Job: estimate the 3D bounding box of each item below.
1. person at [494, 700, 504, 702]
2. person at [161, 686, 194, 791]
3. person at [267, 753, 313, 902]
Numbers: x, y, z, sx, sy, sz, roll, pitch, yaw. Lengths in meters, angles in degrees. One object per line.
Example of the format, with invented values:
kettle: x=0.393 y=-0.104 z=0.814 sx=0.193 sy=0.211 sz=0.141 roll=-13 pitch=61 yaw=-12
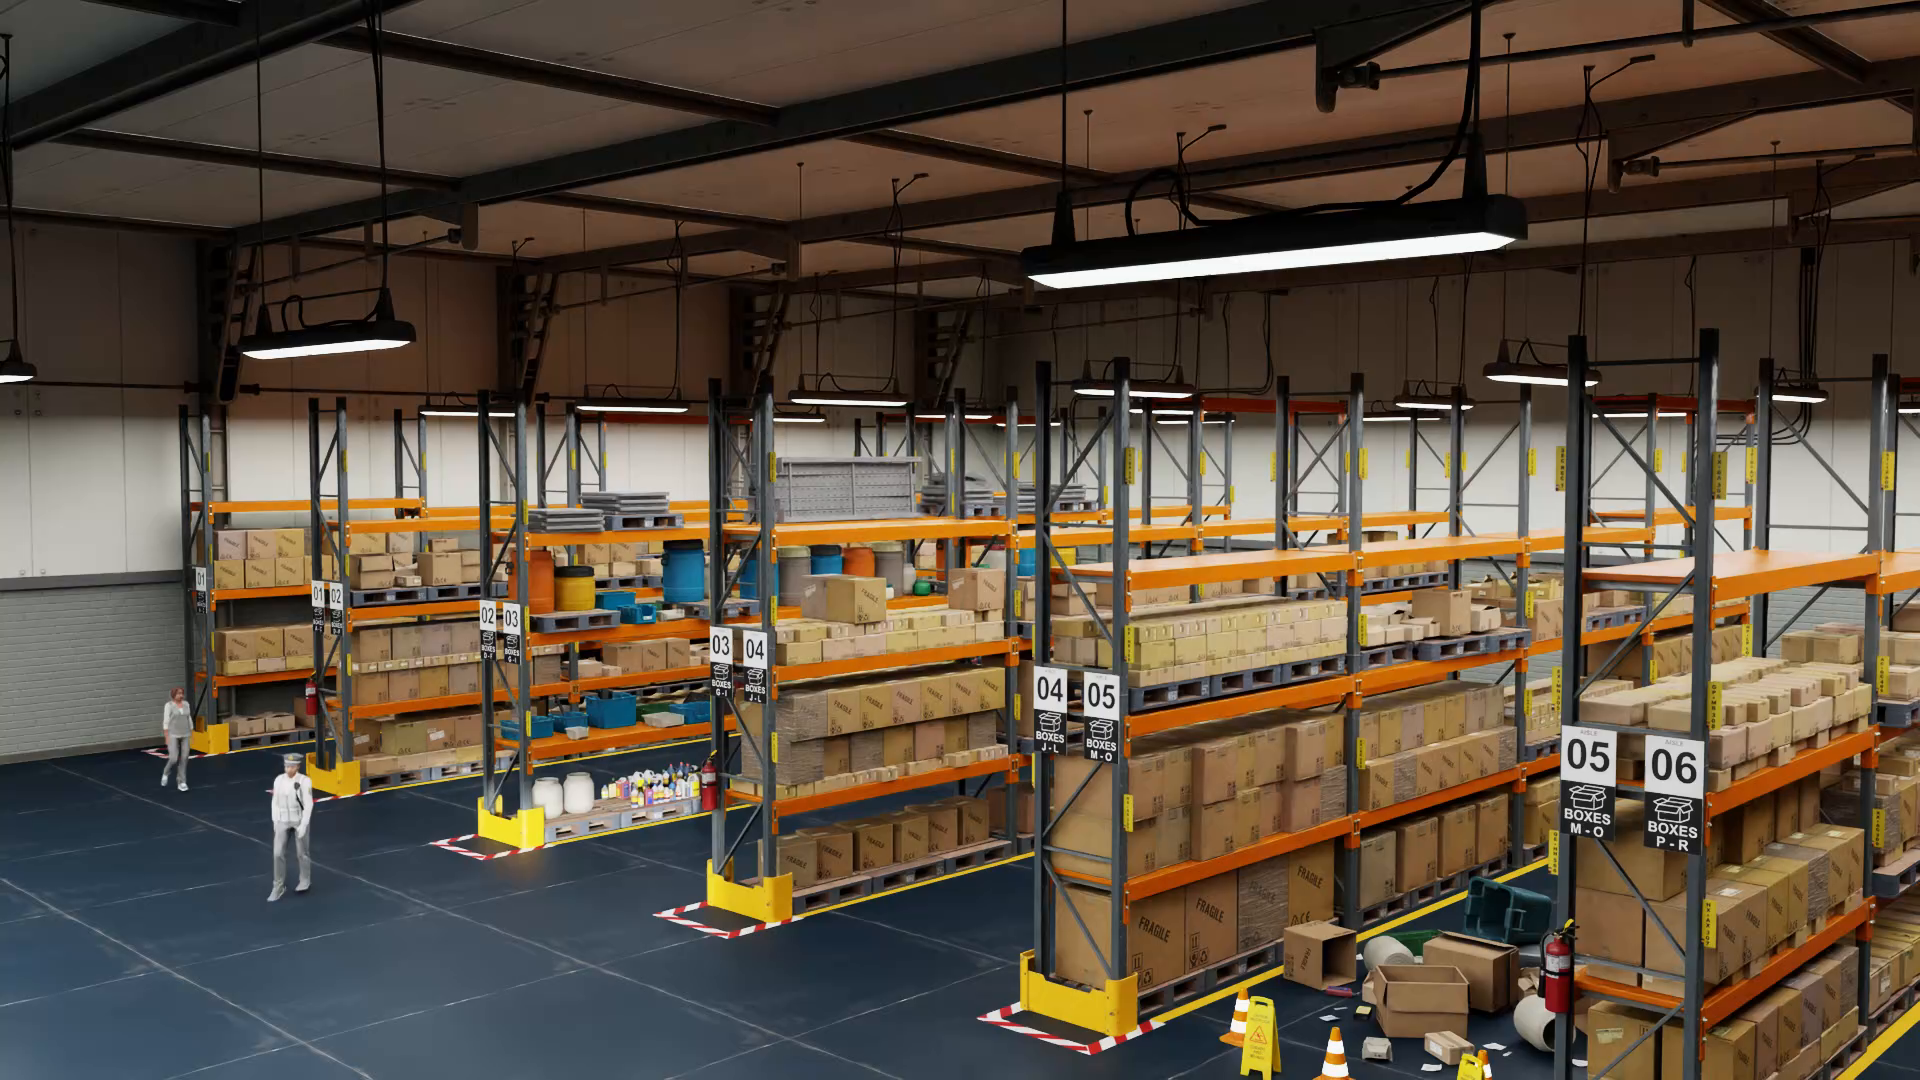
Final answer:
person: x=-8.183 y=2.804 z=29.367 sx=0.552 sy=1.655 sz=0.566 roll=1 pitch=3 yaw=24
person: x=-11.927 y=3.014 z=25.359 sx=0.434 sy=1.596 sz=0.428 roll=2 pitch=4 yaw=38
person: x=-7.790 y=3.340 z=19.398 sx=0.513 sy=1.727 sz=0.611 roll=0 pitch=3 yaw=-5
